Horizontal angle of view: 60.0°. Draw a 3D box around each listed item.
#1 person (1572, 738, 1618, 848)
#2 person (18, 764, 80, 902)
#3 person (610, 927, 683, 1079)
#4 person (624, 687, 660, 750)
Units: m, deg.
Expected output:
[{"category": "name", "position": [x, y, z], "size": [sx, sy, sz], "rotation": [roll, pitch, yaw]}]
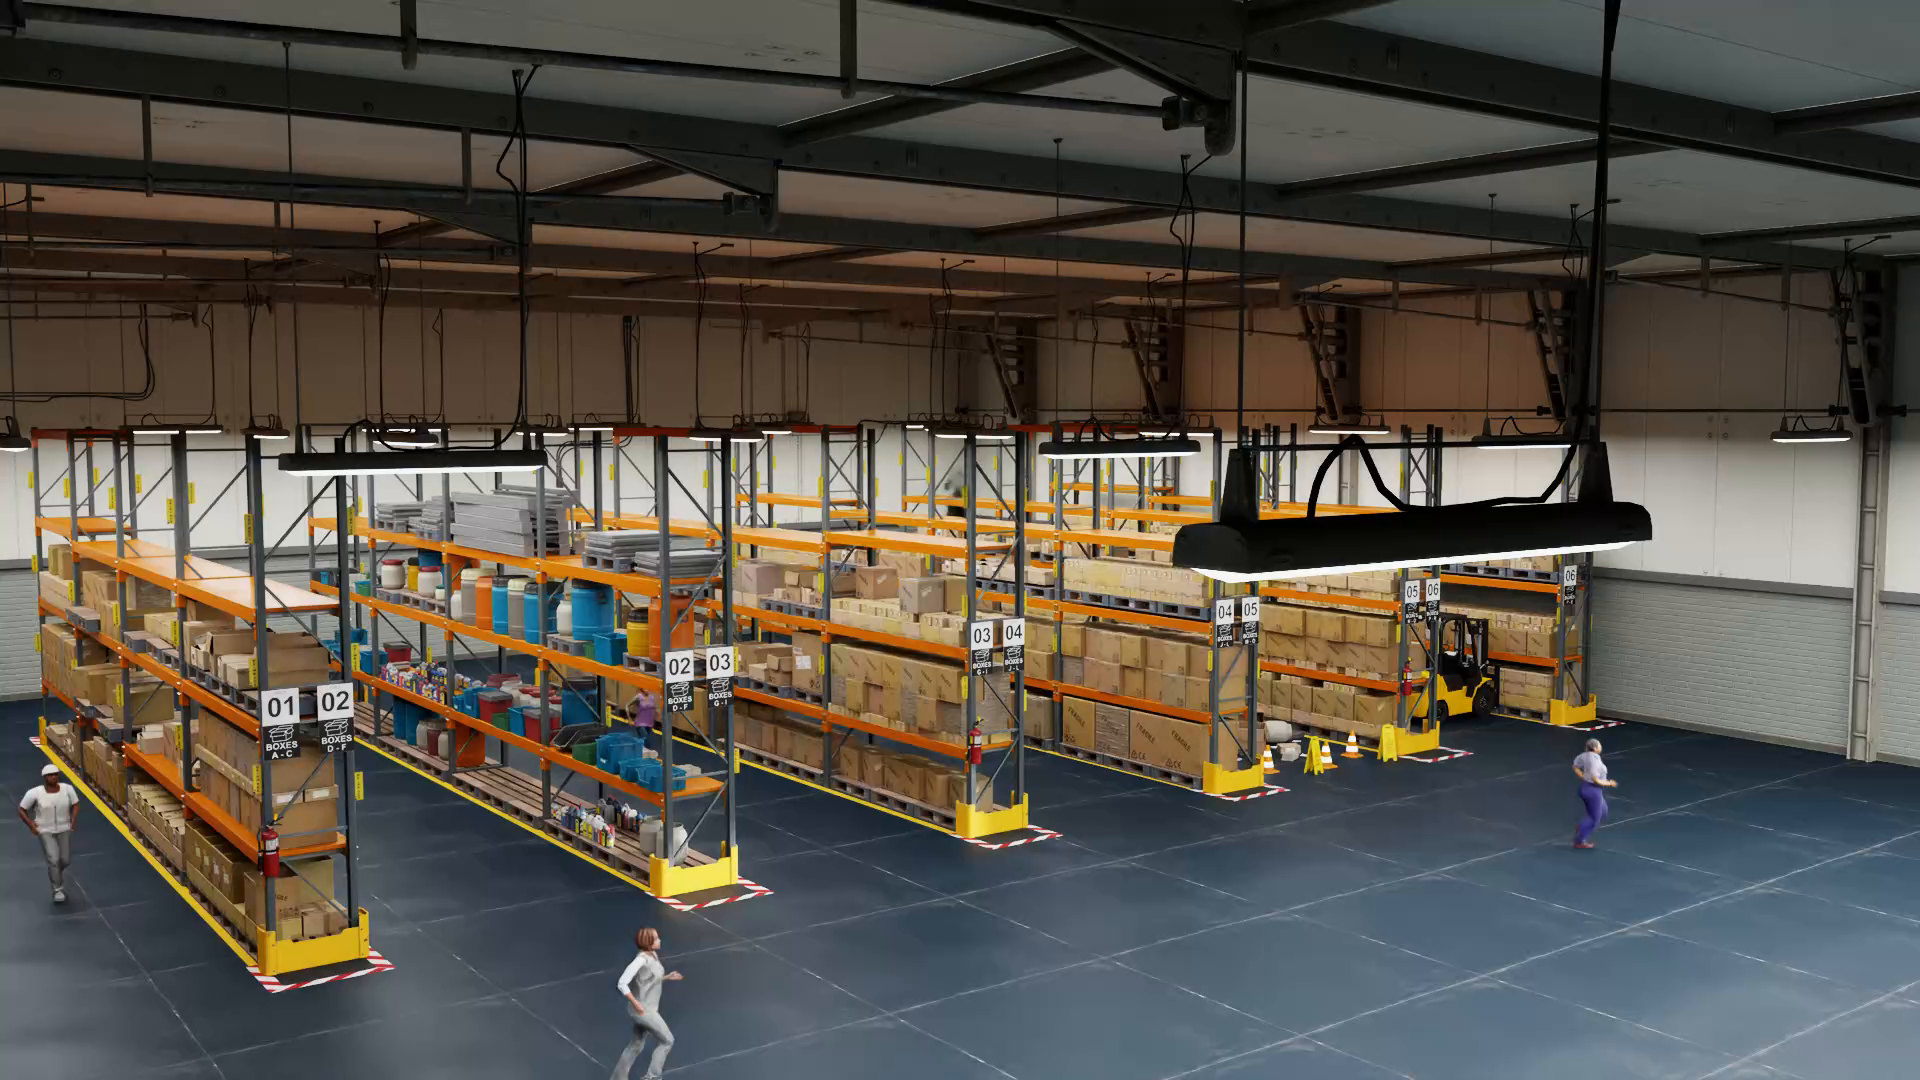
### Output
[{"category": "person", "position": [9.139, 3.639, 23.958], "size": [0.575, 1.604, 0.579], "rotation": [0, 4, 2]}, {"category": "person", "position": [-11.794, 3.768, 21.575], "size": [0.701, 1.746, 0.714], "rotation": [-4, 6, -43]}, {"category": "person", "position": [-2.884, 4.354, 15.247], "size": [0.693, 1.621, 0.507], "rotation": [-1, 5, -11]}, {"category": "person", "position": [-5.511, 3.259, 28.883], "size": [0.801, 1.643, 0.458], "rotation": [4, 6, 41]}]
